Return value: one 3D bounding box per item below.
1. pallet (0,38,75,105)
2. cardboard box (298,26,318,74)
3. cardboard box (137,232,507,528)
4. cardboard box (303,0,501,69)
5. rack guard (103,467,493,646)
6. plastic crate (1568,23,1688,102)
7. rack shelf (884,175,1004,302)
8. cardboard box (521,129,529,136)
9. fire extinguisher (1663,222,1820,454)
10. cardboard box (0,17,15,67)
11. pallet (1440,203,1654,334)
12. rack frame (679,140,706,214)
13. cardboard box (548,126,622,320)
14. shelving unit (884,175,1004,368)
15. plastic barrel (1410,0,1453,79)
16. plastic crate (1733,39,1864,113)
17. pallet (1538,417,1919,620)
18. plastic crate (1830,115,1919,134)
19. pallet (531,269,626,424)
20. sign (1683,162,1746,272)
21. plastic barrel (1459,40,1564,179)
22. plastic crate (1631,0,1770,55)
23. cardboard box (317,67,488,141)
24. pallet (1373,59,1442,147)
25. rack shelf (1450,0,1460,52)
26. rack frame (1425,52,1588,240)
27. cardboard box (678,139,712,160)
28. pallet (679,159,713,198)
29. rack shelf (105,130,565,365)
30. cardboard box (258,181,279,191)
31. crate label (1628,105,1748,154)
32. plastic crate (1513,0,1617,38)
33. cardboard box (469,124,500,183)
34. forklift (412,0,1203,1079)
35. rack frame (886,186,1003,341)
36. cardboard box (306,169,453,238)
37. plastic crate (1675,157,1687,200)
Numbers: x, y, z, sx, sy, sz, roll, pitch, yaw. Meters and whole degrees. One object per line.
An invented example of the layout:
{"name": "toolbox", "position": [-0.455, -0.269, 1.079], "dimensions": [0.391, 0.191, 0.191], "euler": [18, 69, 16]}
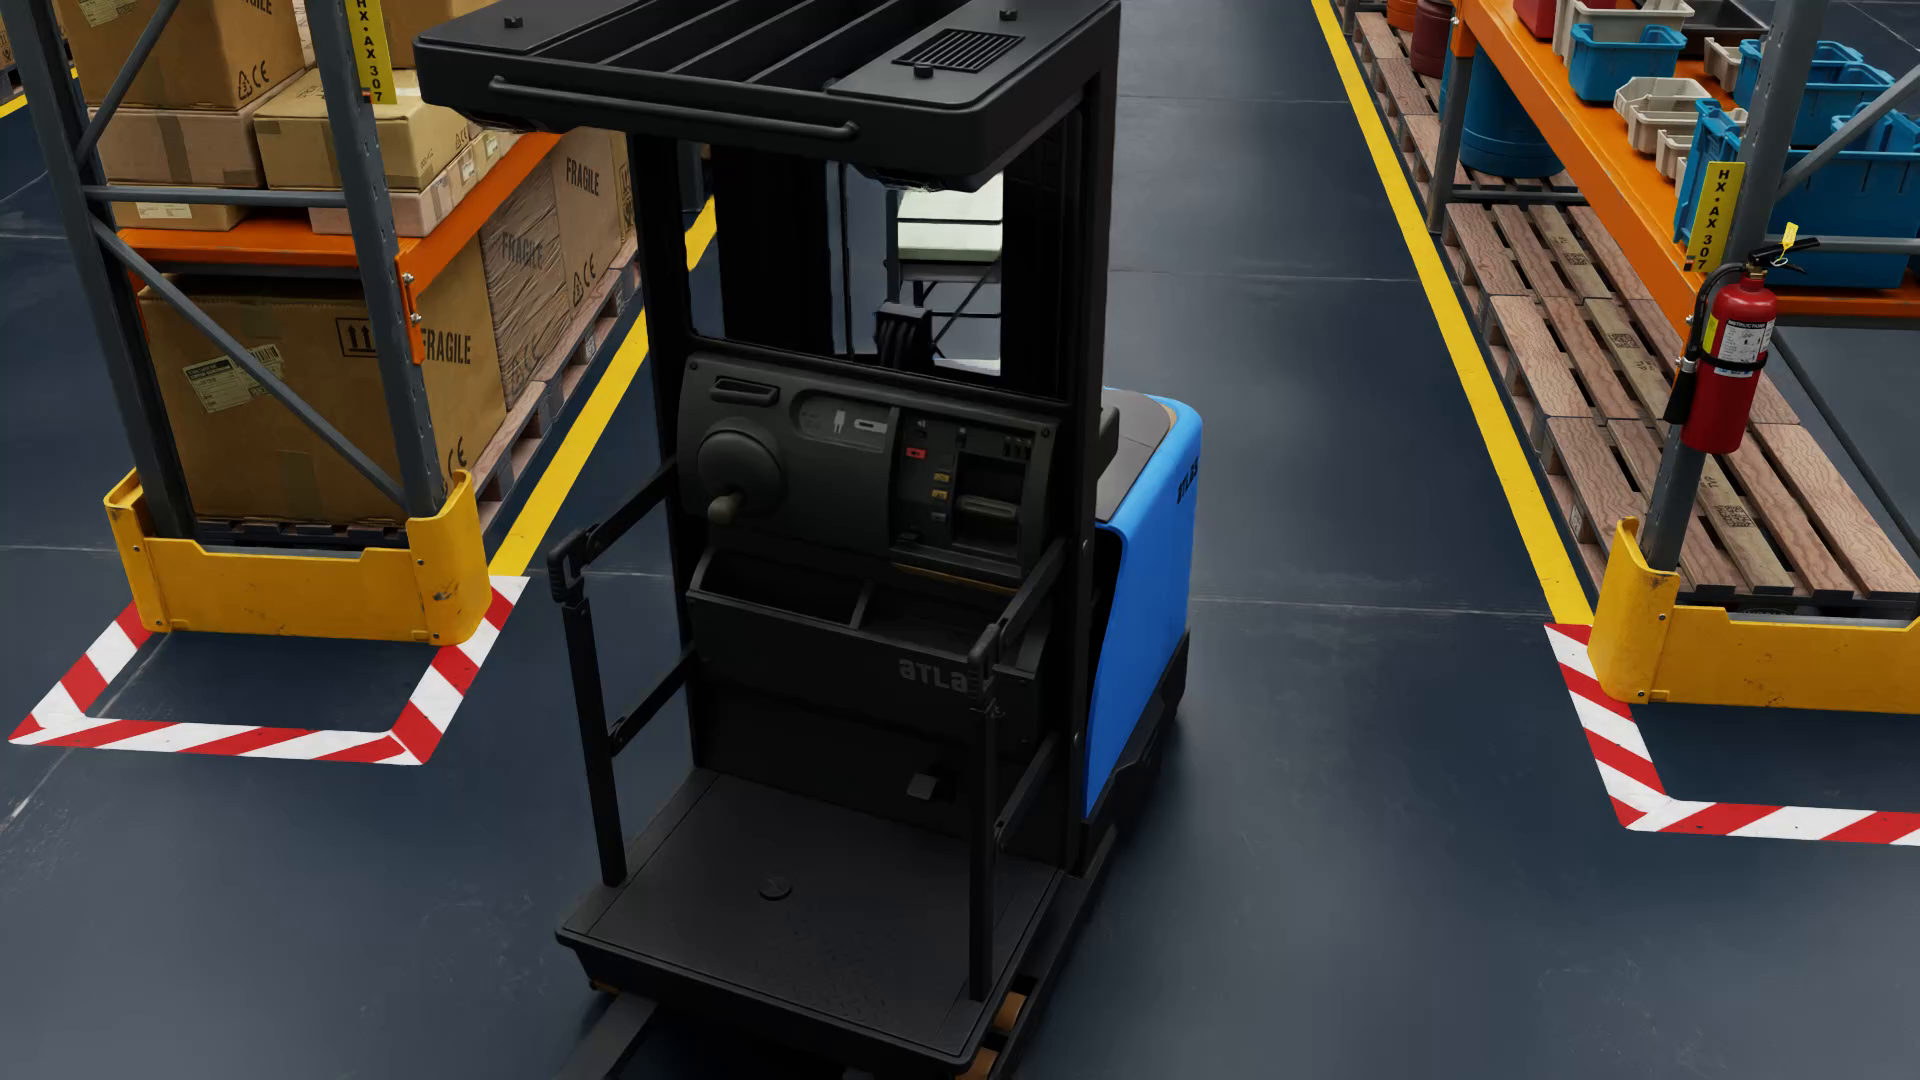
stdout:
{"name": "pallet", "position": [-6.700, -3.256, 11.333], "dimensions": [1.003, 0.211, 1.213], "euler": [2, 32, 4]}
{"name": "cardboard box", "position": [-2.432, -1.633, 5.900], "dimensions": [0.500, 0.250, 0.500], "euler": [2, 32, 3]}
{"name": "cardboard box", "position": [-2.277, -0.653, 6.075], "dimensions": [0.875, 0.875, 0.875], "euler": [2, 32, 4]}
{"name": "cardboard box", "position": [-1.900, -1.923, 5.656], "dimensions": [0.500, 0.500, 0.500], "euler": [2, 32, 3]}
{"name": "rack guard", "position": [-2.251, 0.036, 5.714], "dimensions": [1.175, 0.500, 0.348], "euler": [2, 32, 4]}
{"name": "plastic crate", "position": [2.599, -1.868, 6.524], "dimensions": [0.416, 0.233, 0.300], "euler": [2, 32, 4]}
{"name": "rack shelf", "position": [0.001, -0.974, 5.657], "dimensions": [0.431, 0.370, 0.720], "euler": [2, 32, 4]}
{"name": "cardboard box", "position": [-1.809, -1.642, 6.295], "dimensions": [0.380, 0.149, 0.250], "euler": [2, 32, 3]}
{"name": "fire extinguisher", "position": [2.222, -0.578, 4.757], "dimensions": [0.296, 0.674, 0.183], "euler": [2, 32, 4]}
{"name": "cardboard box", "position": [-6.463, -3.438, 10.951], "dimensions": [0.500, 0.500, 0.500], "euler": [3, 32, 5]}
{"name": "pallet", "position": [2.992, -1.347, 8.235], "dimensions": [1.003, 0.211, 1.213], "euler": [2, 32, 4]}
{"name": "rack frame", "position": [-1.923, -3.132, 8.473], "dimensions": [1.000, 3.000, 0.127], "euler": [2, 32, 4]}
{"name": "cardboard box", "position": [-2.130, -1.594, 7.602], "dimensions": [0.875, 0.875, 0.875], "euler": [2, 32, 4]}
{"name": "shelving unit", "position": [0.001, -0.642, 5.862], "dimensions": [0.431, 1.500, 0.755], "euler": [2, 32, 4]}
{"name": "plastic barrel", "position": [3.224, -3.317, 10.672], "dimensions": [0.600, 0.588, 0.708], "euler": [2, 32, 4]}
{"name": "plastic crate", "position": [3.167, -1.744, 6.322], "dimensions": [0.416, 0.233, 0.300], "euler": [2, 32, 4]}
{"name": "pallet", "position": [2.793, -0.071, 6.164], "dimensions": [1.003, 0.211, 1.213], "euler": [2, 32, 4]}
{"name": "plastic crate", "position": [3.089, -1.242, 5.509], "dimensions": [0.416, 0.233, 0.300], "euler": [2, 32, 4]}
{"name": "pallet", "position": [-2.160, -0.911, 7.527], "dimensions": [1.003, 0.211, 1.213], "euler": [2, 32, 4]}
{"name": "sign", "position": [2.138, -0.913, 4.717], "dimensions": [0.100, 0.325, 0.005], "euler": [2, 32, 4]}
{"name": "plastic barrel", "position": [3.074, -2.490, 9.031], "dimensions": [0.600, 0.901, 0.708], "euler": [2, 32, 4]}
{"name": "plastic crate", "position": [3.190, -2.232, 7.218], "dimensions": [0.437, 0.125, 0.590], "euler": [2, 32, 4]}
{"name": "cardboard box", "position": [-1.905, -1.615, 5.870], "dimensions": [0.500, 0.250, 0.500], "euler": [2, 32, 3]}
{"name": "pallet", "position": [3.214, -2.775, 10.551], "dimensions": [1.003, 0.211, 1.213], "euler": [2, 32, 4]}
{"name": "rack shelf", "position": [3.176, -3.660, 10.015], "dimensions": [1.077, 0.370, 4.000], "euler": [2, 32, 4]}
{"name": "rack frame", "position": [3.013, -2.920, 8.130], "dimensions": [1.000, 3.000, 0.127], "euler": [2, 32, 4]}
{"name": "cardboard box", "position": [-1.891, -2.742, 9.465], "dimensions": [1.225, 0.875, 0.875], "euler": [3, 32, 4]}
{"name": "pallet", "position": [-1.936, -2.352, 9.865], "dimensions": [1.003, 0.211, 1.213], "euler": [2, 32, 4]}
{"name": "rack shelf", "position": [-2.086, -1.780, 6.965], "dimensions": [1.077, 0.370, 4.000], "euler": [2, 32, 4]}
{"name": "cardboard box", "position": [-2.529, -1.270, 5.691], "dimensions": [0.380, 0.149, 0.250], "euler": [3, 32, 4]}
{"name": "crate label", "position": [2.610, -1.474, 5.977], "dimensions": [0.396, 0.136, 0.243], "euler": [2, 32, 4]}
{"name": "plastic crate", "position": [2.691, -2.517, 7.357], "dimensions": [0.402, 0.464, 0.583], "euler": [2, 32, 4]}
{"name": "cardboard box", "position": [-1.851, -1.373, 5.858], "dimensions": [0.380, 0.149, 0.250], "euler": [2, 32, 3]}
{"name": "forklift", "position": [-0.309, -0.118, 3.647], "dimensions": [1.130, 2.935, 3.031], "euler": [12, 34, 19]}
{"name": "rack frame", "position": [-0.029, -0.451, 5.552], "dimensions": [0.400, 1.500, 0.023], "euler": [2, 32, 4]}
{"name": "cardboard box", "position": [-1.891, -1.105, 5.423], "dimensions": [0.380, 0.149, 0.250], "euler": [3, 32, 5]}
{"name": "plastic crate", "position": [2.573, -1.176, 5.494], "dimensions": [0.396, 0.136, 0.243], "euler": [2, 32, 4]}
